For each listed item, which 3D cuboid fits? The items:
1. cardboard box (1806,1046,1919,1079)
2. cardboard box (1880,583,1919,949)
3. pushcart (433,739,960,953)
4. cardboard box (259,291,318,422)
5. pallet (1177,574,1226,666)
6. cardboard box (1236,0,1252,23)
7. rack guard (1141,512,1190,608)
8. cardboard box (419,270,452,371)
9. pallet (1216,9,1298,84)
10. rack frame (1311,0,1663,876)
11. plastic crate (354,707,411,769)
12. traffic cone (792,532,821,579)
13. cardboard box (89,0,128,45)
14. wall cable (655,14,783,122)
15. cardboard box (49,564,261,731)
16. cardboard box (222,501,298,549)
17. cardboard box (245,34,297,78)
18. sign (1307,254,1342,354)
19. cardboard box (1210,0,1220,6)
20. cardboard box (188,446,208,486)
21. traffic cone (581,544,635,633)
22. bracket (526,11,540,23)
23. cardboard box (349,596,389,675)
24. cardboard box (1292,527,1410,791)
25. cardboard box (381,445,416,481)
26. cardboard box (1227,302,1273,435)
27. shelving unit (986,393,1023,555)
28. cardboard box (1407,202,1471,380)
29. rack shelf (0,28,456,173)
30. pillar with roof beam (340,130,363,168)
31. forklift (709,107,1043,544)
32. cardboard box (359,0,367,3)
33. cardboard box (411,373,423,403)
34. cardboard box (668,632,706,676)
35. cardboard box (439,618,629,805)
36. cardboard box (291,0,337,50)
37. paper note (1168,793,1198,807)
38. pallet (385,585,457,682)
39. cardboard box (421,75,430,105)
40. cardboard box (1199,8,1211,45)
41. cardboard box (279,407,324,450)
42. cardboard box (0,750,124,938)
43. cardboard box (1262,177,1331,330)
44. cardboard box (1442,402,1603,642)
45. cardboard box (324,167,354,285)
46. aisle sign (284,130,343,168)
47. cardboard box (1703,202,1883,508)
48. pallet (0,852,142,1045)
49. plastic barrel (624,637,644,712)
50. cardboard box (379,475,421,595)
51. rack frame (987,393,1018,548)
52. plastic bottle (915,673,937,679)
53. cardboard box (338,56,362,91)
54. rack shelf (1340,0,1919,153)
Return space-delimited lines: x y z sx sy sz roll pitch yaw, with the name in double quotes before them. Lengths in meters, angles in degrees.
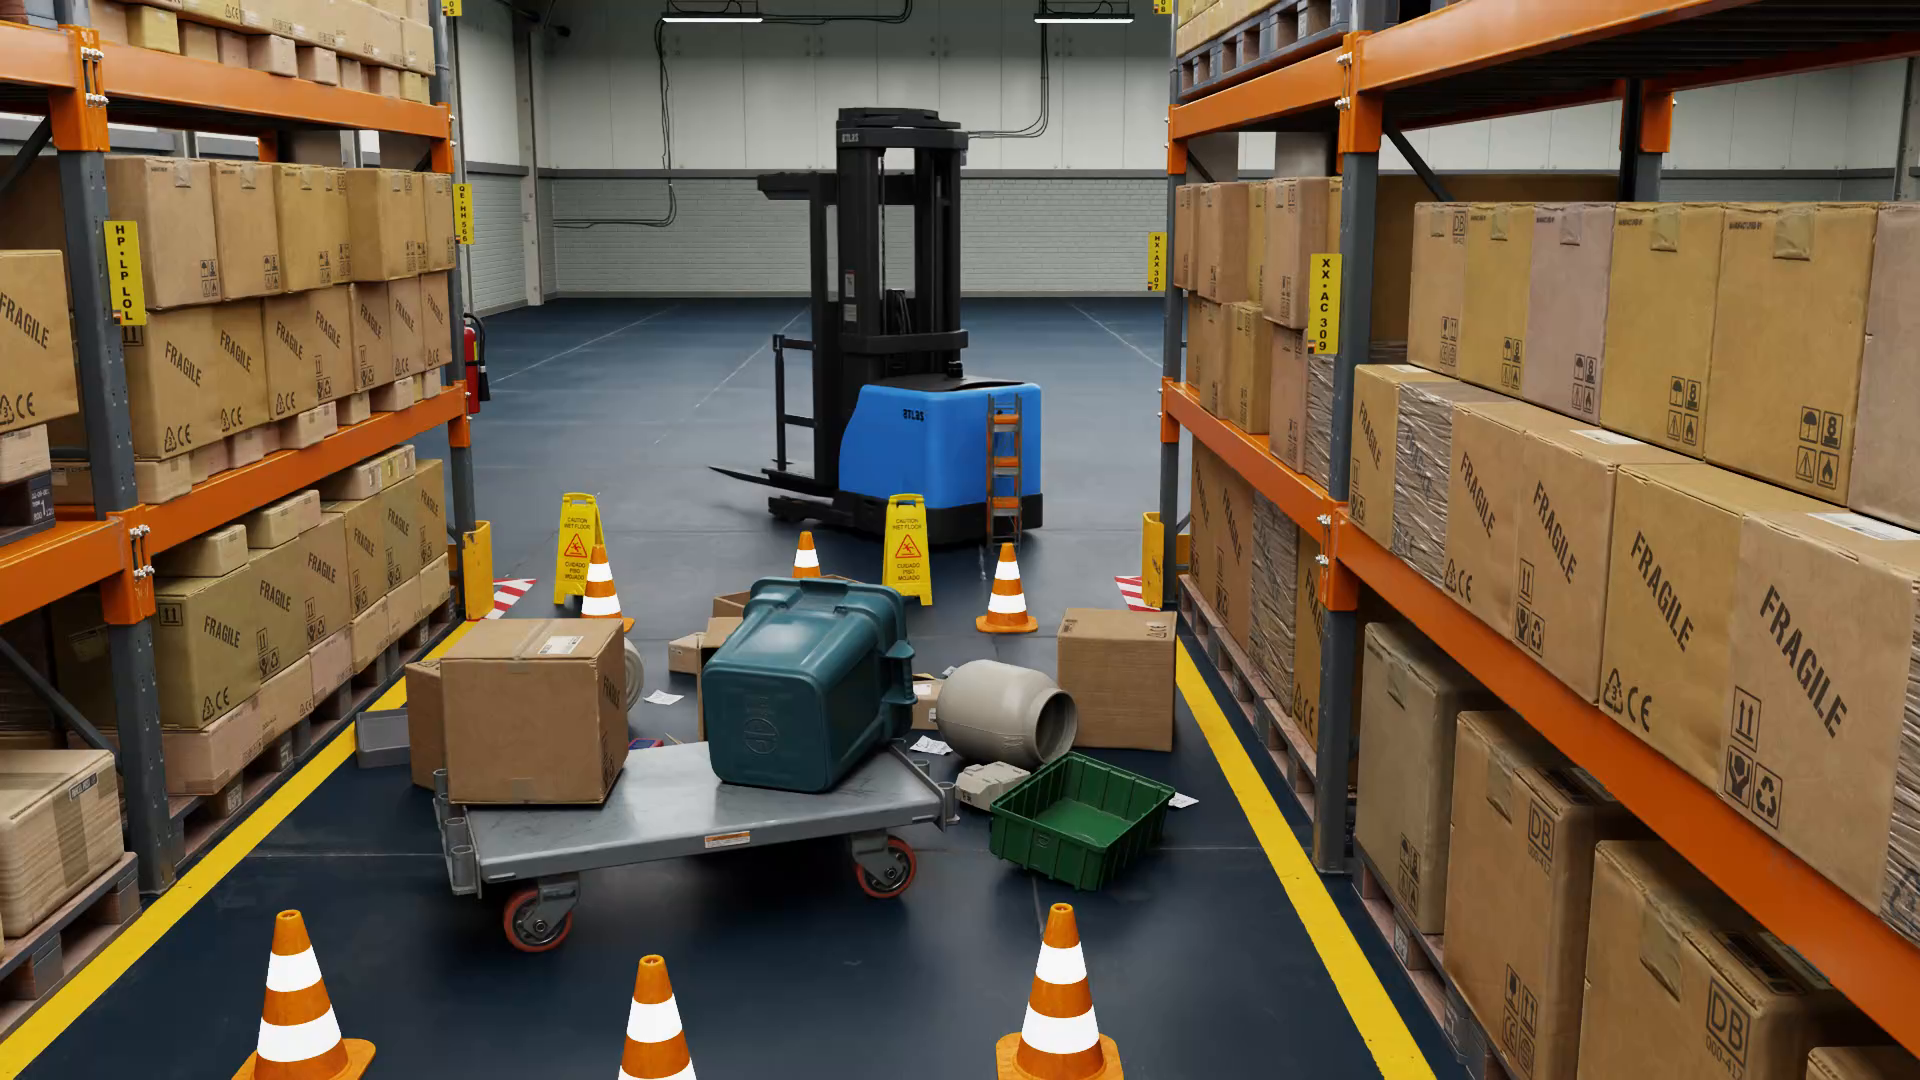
"cardboard box" 1.910 1.257 2.423 1.050 0.750 0.750 0 11 -2
"cardboard box" 1.555 0.344 2.069 0.500 0.500 0.500 0 11 -1
"pushcart" -0.918 0.992 5.719 1.648 0.377 0.936 -4 12 -21
"cardboard box" -2.958 -0.756 6.744 0.500 0.500 0.500 0 11 -2
"pallet" 1.762 0.416 8.977 1.003 0.211 1.213 0 11 -1
"cardboard box" 1.391 -2.290 7.083 0.380 0.149 0.250 0 11 -1
"rack guard" 1.667 0.111 9.753 1.175 0.500 0.348 0 11 -1
"cardboard box" -2.993 -1.157 8.716 0.500 0.500 0.500 0 11 -2
"pallet" 1.721 -2.145 7.267 1.003 0.211 1.213 0 11 -1
"rack frame" 1.750 -0.314 5.562 1.000 3.000 0.127 0 11 -1
"plastic crate" -2.409 0.842 7.208 0.402 0.080 0.583 -4 12 -21
"traffic cone" -0.878 0.183 9.495 0.336 0.463 0.334 0 11 -1
"cardboard box" -2.956 -1.684 5.403 0.380 0.149 0.250 0 11 -2
"wall cable" -5.783 -11.364 40.050 3.097 2.526 0.112 0 11 -1
"cardboard box" -2.939 0.382 6.103 0.500 0.500 0.500 0 11 2
"cardboard box" -2.894 -0.063 6.666 0.380 0.149 0.250 0 11 1
"cardboard box" -2.897 -1.940 6.665 0.380 0.149 0.250 0 11 -2
"sign" 1.195 -0.774 5.455 0.100 0.325 0.005 0 11 -1
"cardboard box" 1.444 -2.608 7.647 0.500 0.250 0.500 0 11 -2
"cardboard box" -2.940 -0.264 5.949 0.380 0.149 0.250 0 11 0
"traffic cone" -1.981 0.255 9.139 0.336 0.463 0.334 0 11 -1
"bracket" -9.385 -11.492 36.518 0.235 0.232 0.430 0 11 -1
"cardboard box" -2.975 0.440 7.707 0.500 0.250 0.500 -1 11 -3
"cardboard box" 1.807 0.396 6.349 0.875 0.875 0.875 0 11 0
"cardboard box" -2.927 -0.381 8.237 0.380 0.149 0.250 0 11 0
"cardboard box" 1.692 -0.783 7.496 0.875 0.550 0.500 0 11 -1
"shelving unit" 0.295 -0.440 11.086 0.215 1.050 0.252 -1 12 -4
"cardboard box" 1.766 -0.754 4.966 0.700 0.500 0.500 0 11 -2
"rack shelf" -3.238 -1.789 7.096 1.077 0.370 4.000 0 11 -1
"pillar with roof beam" -5.197 -7.441 25.605 9.100 9.000 0.400 0 11 -1
"forklift" -0.769 -1.623 12.185 1.130 2.935 3.031 -10 15 -40
"cardboard box" -3.033 -2.588 7.851 0.380 0.149 0.250 0 11 -1
"cardboard box" -2.958 -0.771 8.447 0.380 0.149 0.250 0 11 -2
"cardboard box" -1.233 0.581 8.323 0.380 0.149 0.250 6 13 28
"cardboard box" -1.418 0.567 5.601 0.500 0.500 0.500 0 11 -1
"cardboard box" -2.962 -2.207 6.977 0.500 0.250 0.500 0 11 -1
"paper note" 0.831 1.011 6.498 0.147 0.020 0.142 -10 15 -40
"pallet" -3.296 0.475 8.688 1.003 0.211 1.213 0 11 -1
"cardboard box" -2.992 -2.346 8.665 0.380 0.149 0.250 0 11 -1
"cardboard box" 1.370 -2.490 8.070 0.380 0.149 0.250 0 11 -1
"cardboard box" -2.900 -0.469 6.956 0.380 0.149 0.250 0 11 -1
"cardboard box" -3.183 0.913 5.068 0.950 0.372 0.625 0 11 0
"cardboard box" 1.649 -1.099 6.338 0.875 0.550 0.550 0 11 -1
"cardboard box" 1.511 -0.057 4.047 0.500 0.500 0.500 0 11 -1
"cardboard box" -3.063 -1.351 7.162 0.700 0.500 0.500 0 11 -2
"aisle sign" -3.591 -2.354 9.078 0.394 0.787 0.004 0 11 -1
"cardboard box" 1.809 -0.350 2.972 0.700 0.500 0.500 0 11 -2
"pallet" -3.179 1.248 4.877 1.003 0.211 1.213 0 11 -1
"plastic barrel" -1.723 0.598 7.545 0.512 0.421 0.421 9 15 38
"cardboard box" -2.988 -0.032 8.148 0.500 0.500 0.500 0 11 1
"rack frame" 0.286 -0.464 11.205 0.200 1.050 0.008 -1 12 -4
"plastic bottle" -0.156 0.703 7.939 0.133 0.061 0.283 -4 12 -21
"cardboard box" -2.992 -2.143 7.668 0.380 0.149 0.250 0 11 -2
"rack shelf" 1.791 -1.034 3.376 1.077 0.370 4.000 0 11 -1
